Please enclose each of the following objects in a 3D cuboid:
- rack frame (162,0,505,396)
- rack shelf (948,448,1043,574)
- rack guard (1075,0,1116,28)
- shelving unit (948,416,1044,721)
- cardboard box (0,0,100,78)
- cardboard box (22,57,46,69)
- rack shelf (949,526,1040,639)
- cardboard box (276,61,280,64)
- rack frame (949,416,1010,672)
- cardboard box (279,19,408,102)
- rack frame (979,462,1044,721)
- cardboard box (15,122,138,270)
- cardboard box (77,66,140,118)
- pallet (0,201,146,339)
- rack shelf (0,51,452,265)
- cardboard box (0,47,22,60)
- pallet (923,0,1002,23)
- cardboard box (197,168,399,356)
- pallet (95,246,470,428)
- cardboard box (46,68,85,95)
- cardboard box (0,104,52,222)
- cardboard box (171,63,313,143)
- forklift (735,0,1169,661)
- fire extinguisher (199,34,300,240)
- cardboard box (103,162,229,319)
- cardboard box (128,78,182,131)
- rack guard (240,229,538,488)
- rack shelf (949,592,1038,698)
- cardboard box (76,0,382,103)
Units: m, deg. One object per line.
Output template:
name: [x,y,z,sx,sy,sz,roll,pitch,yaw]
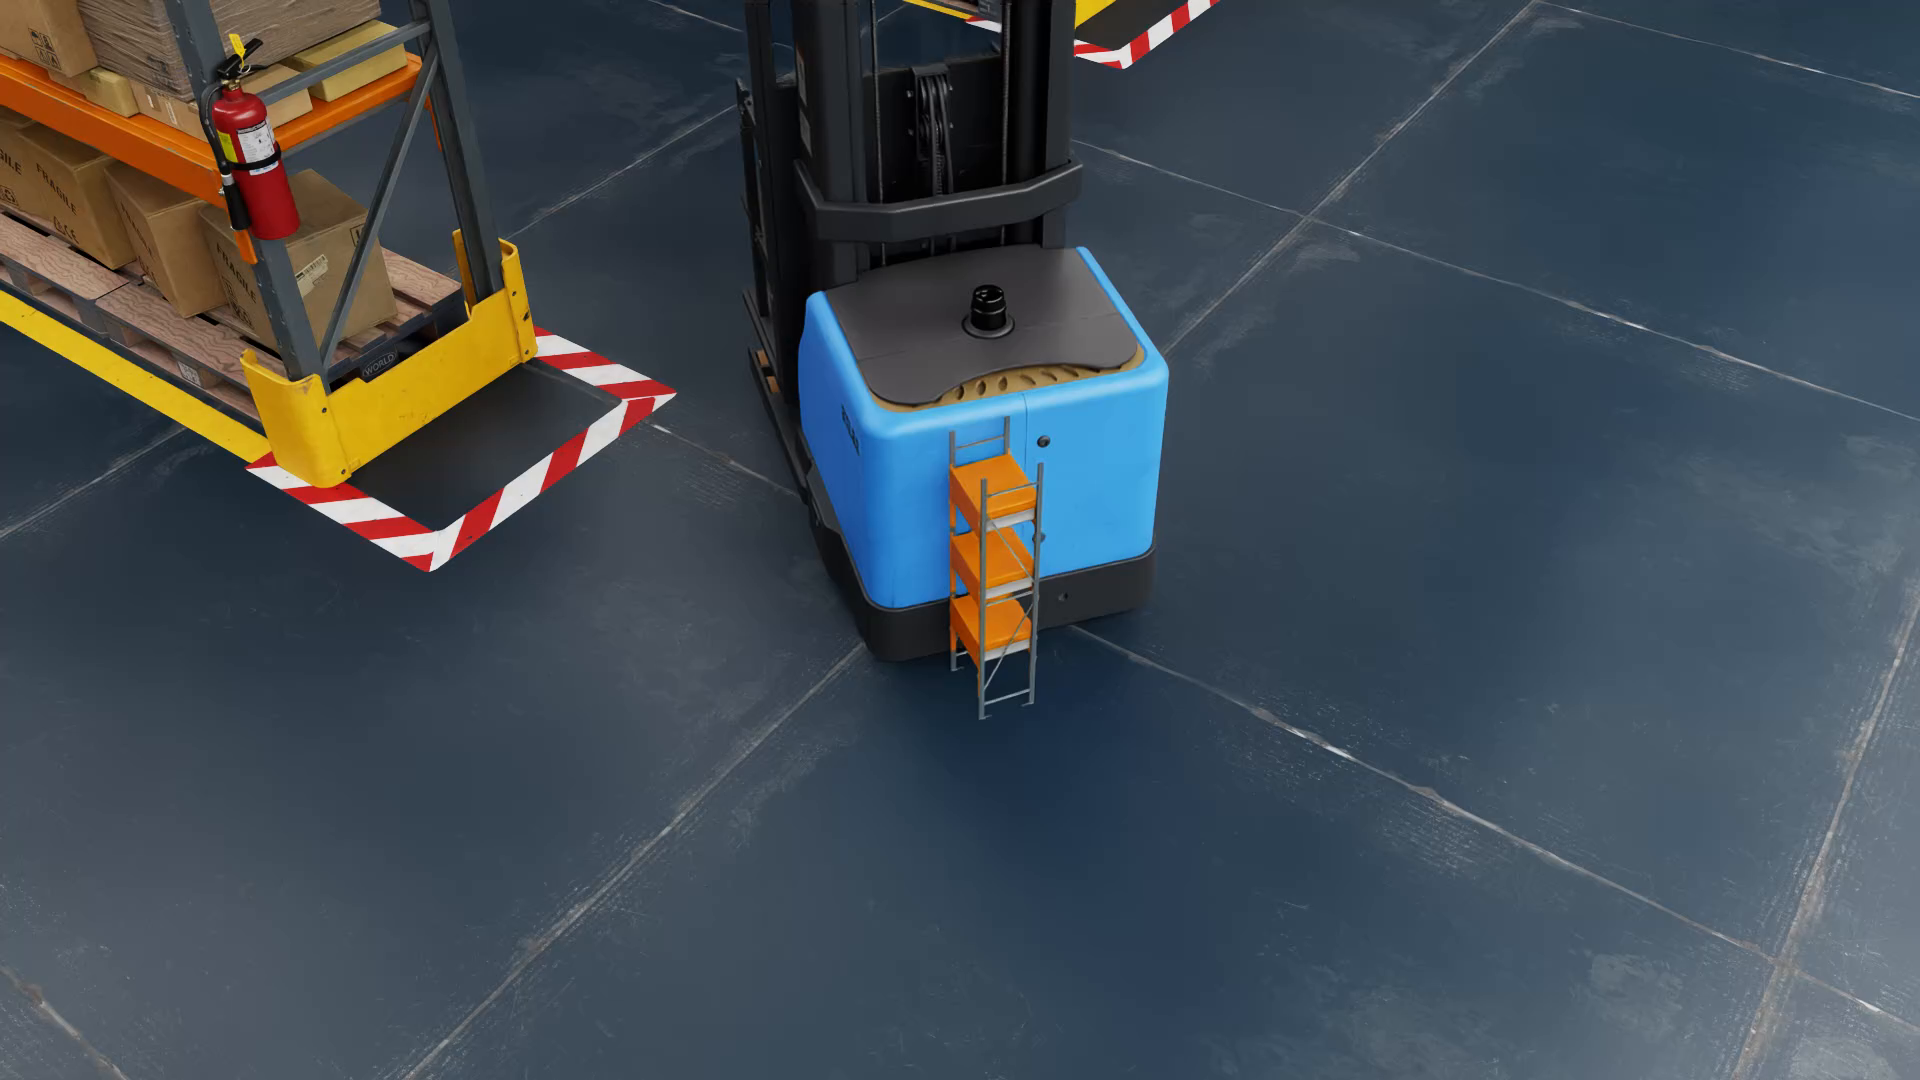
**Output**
rack frame: [-2.205,-1.657,5.853,0.127,3.000,1.000,25,48,25]
rack shelf: [0.108,-0.092,5.155,0.215,0.259,0.240,-16,44,-17]
rack guard: [0.745,-3.386,9.659,0.348,0.500,1.175,25,48,25]
shelving unit: [0.109,0.112,5.337,0.215,1.050,0.252,-16,44,-17]
cardboard box: [-3.118,-2.157,6.113,0.500,0.500,0.875,25,48,25]
cardboard box: [-3.373,-1.946,6.364,0.250,0.149,0.380,25,48,25]
rack shelf: [0.109,0.120,5.344,0.215,0.259,0.240,-16,44,-17]
cardboard box: [-2.496,-1.909,6.323,0.250,0.149,0.380,25,48,25]
rack frame: [0.061,0.037,5.421,0.200,1.050,0.008,-16,44,-17]
cardboard box: [-2.302,-1.803,6.204,0.250,0.149,0.380,25,48,25]
rack frame: [0.156,0.187,5.254,0.200,1.050,0.008,-16,44,-17]
cardboard box: [-3.718,-1.591,7.338,0.500,0.500,0.500,30,50,29]
cardboard box: [-2.996,-1.724,6.116,0.250,0.149,0.380,25,48,25]
pallet: [-3.907,-1.445,7.707,1.213,0.211,1.003,25,48,25]
rack shelf: [-3.843,-2.155,6.949,4.000,0.370,1.077,25,48,25]
cardboard box: [-3.590,-2.030,6.457,0.250,0.149,0.380,25,48,25]
pallet: [0.026,-3.551,10.060,1.213,0.211,1.003,25,48,25]
cardboard box: [-2.707,-1.131,6.824,0.500,0.500,0.500,-33,51,-31]
pallet: [-2.913,-0.978,7.184,1.213,0.211,1.003,25,48,25]
cardboard box: [-3.192,-1.828,6.232,0.250,0.149,0.380,25,48,25]
cardboard box: [-4.149,-1.829,7.604,0.500,0.500,0.500,21,46,22]
cardboard box: [-2.557,-1.560,5.933,0.250,0.149,0.380,25,48,25]
forklift: [-0.244,-1.674,5.923,1.130,2.935,3.031,-12,43,-13]
fire extinguisher: [-2.376,-1.333,5.548,0.183,0.674,0.296,25,48,25]
cardboard box: [-3.216,-1.341,7.059,0.500,0.500,0.500,-29,49,-28]
cardboard box: [-2.762,-1.656,6.040,0.250,0.149,0.380,25,48,25]
rack guard: [-2.268,-0.755,6.719,0.348,0.500,1.175,25,48,25]
rack shelf: [0.109,0.327,5.530,0.215,0.259,0.240,-16,44,-17]
cardboard box: [-2.640,-2.031,5.972,0.500,0.500,0.875,25,48,25]
